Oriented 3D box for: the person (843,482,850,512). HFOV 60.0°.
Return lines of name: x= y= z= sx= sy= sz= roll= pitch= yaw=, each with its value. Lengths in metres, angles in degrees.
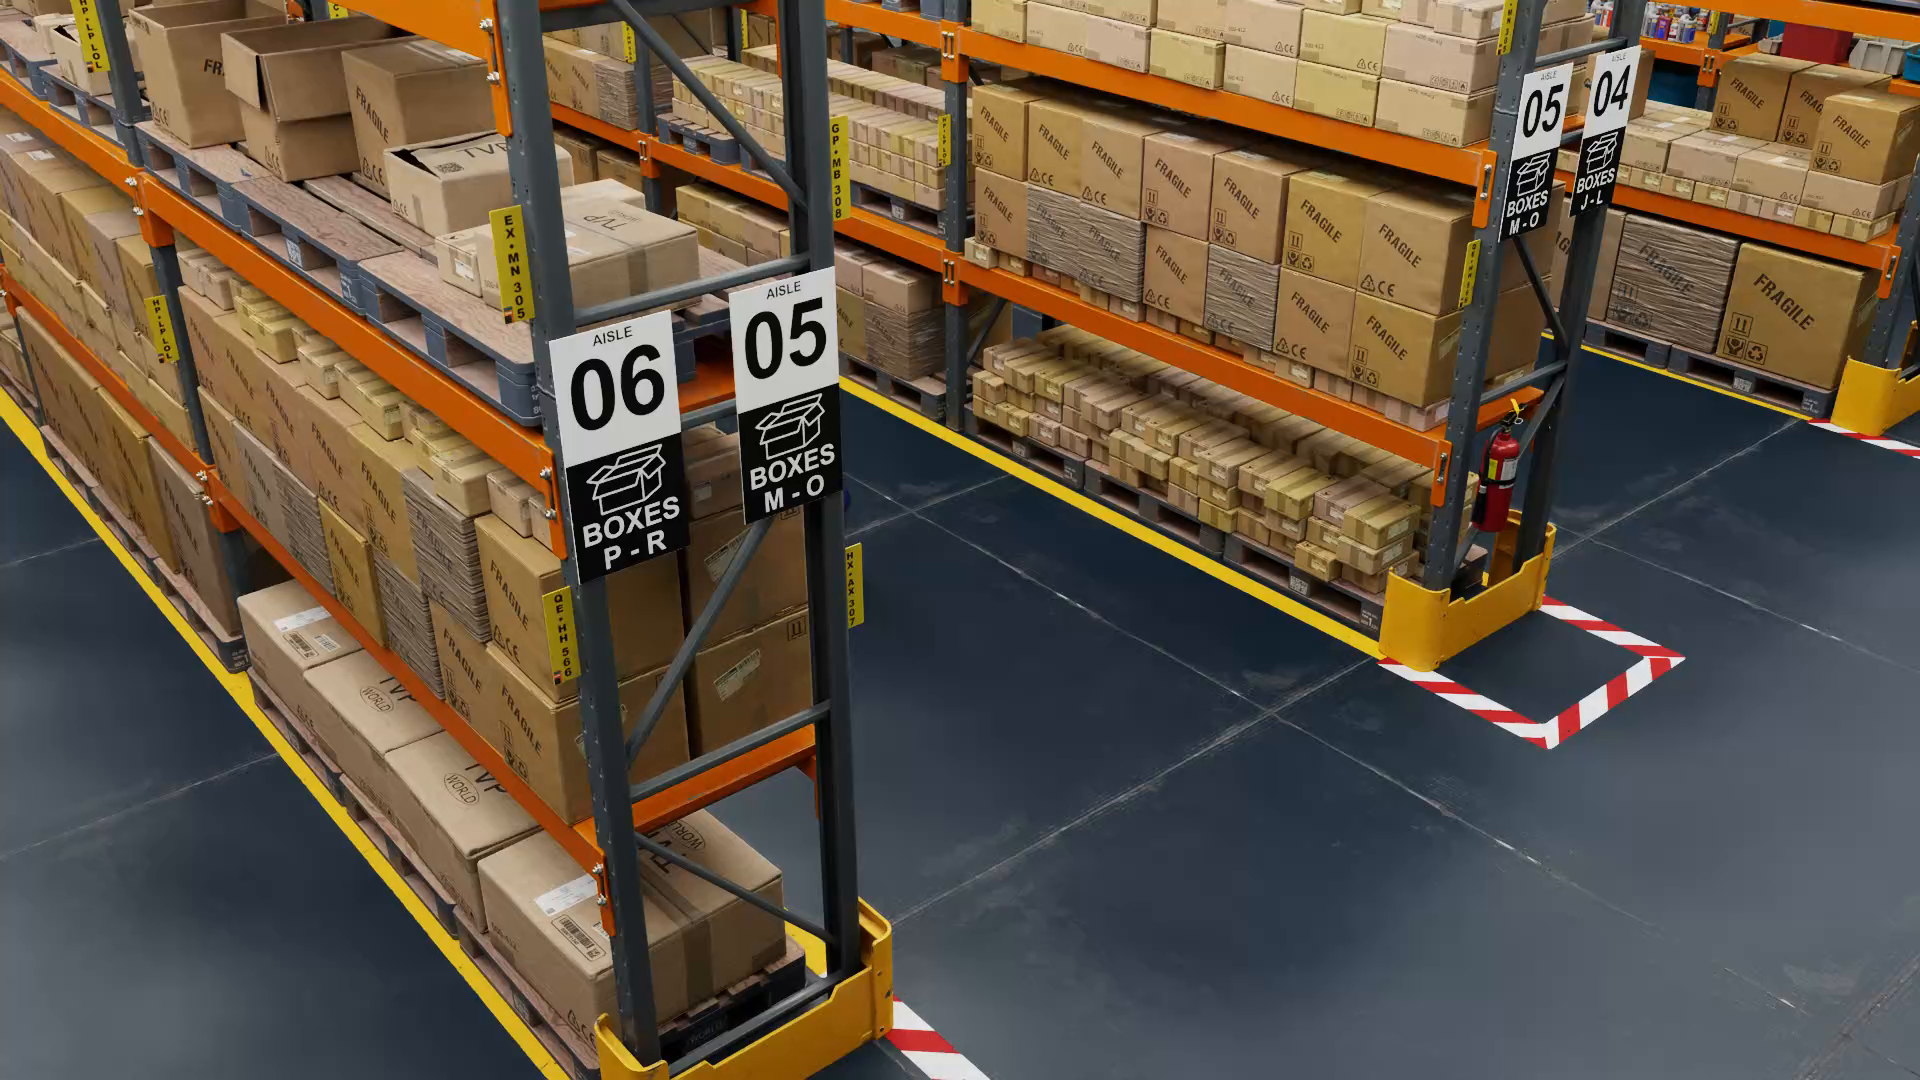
person: x=-1.057 y=-0.185 z=9.965 sx=0.511 sy=0.747 sz=0.902 roll=-23 pitch=36 yaw=-36
